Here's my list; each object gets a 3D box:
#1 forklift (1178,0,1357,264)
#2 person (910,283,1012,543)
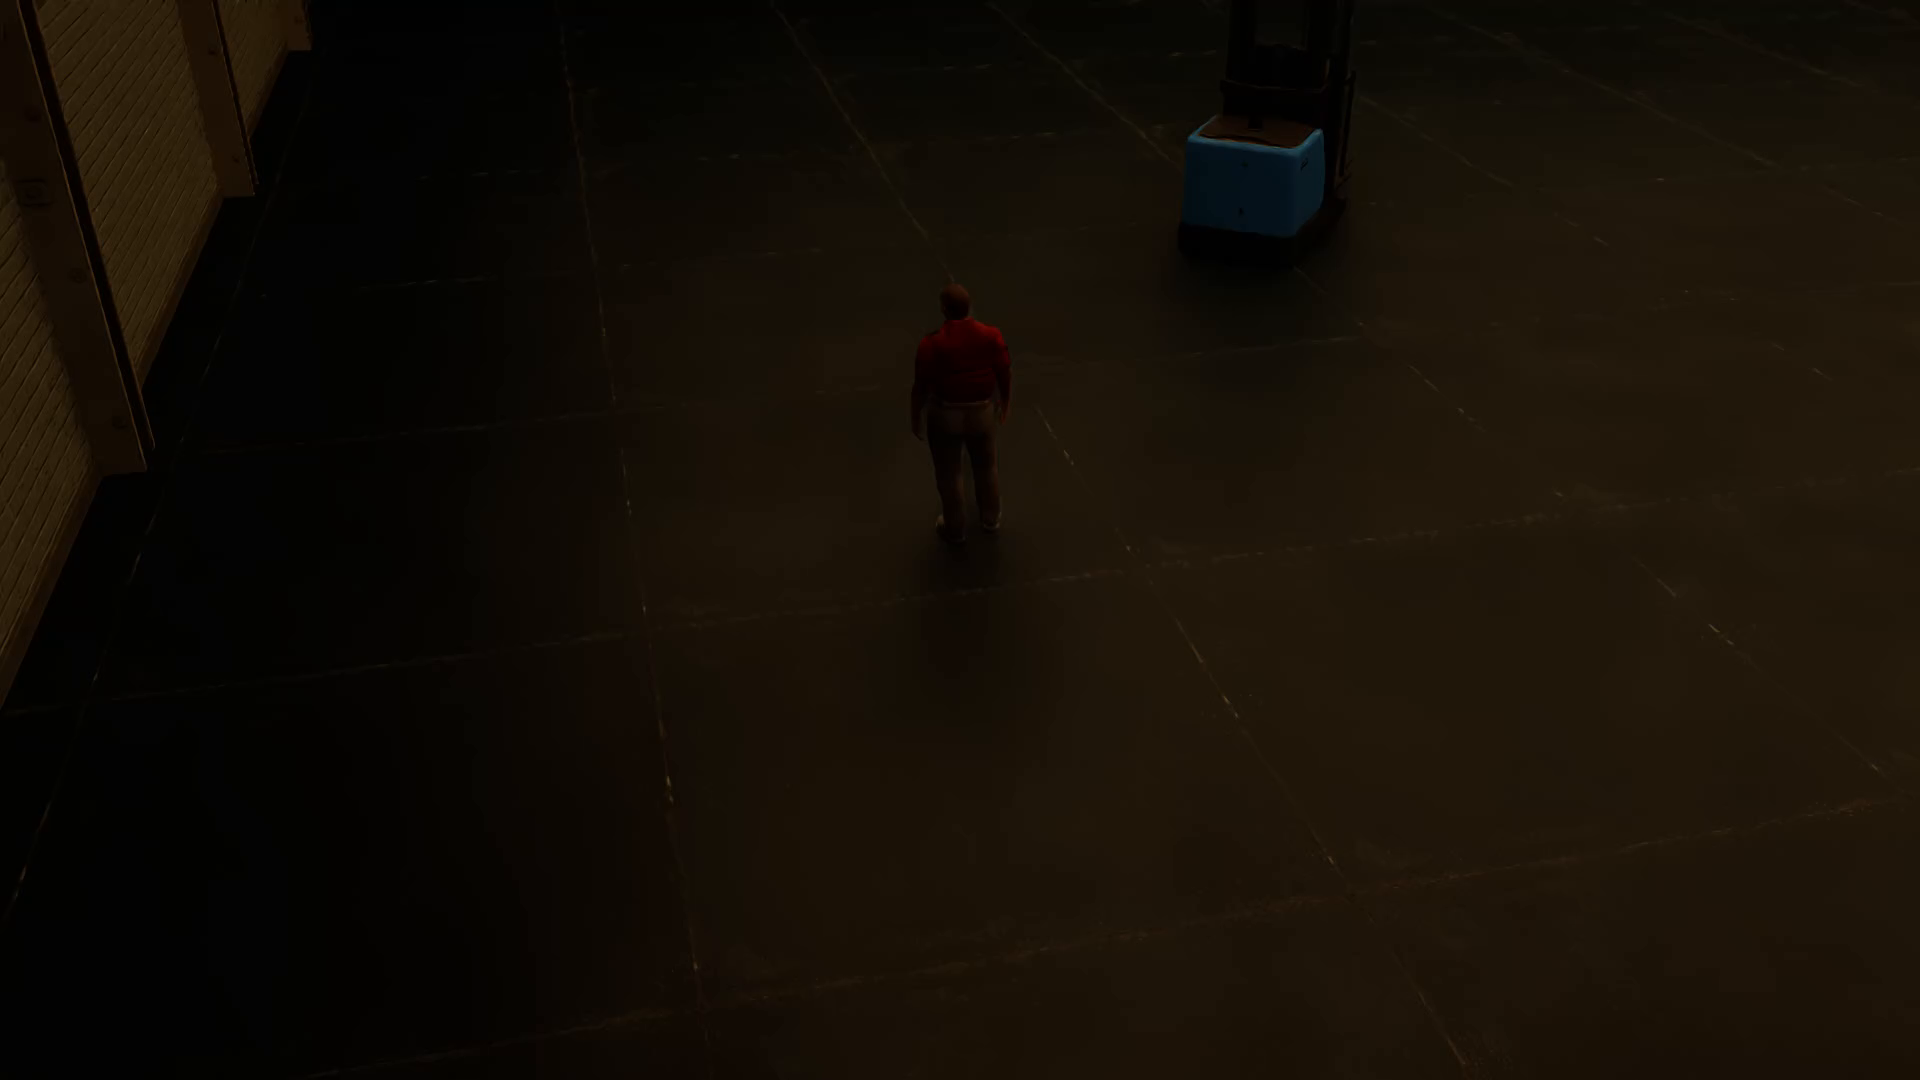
[{"bbox_3d":[3.050,-4.394,15.165,1.130,2.935,3.031,14,33,22],"label":"forklift"},{"bbox_3d":[-0.009,-0.799,10.141,0.640,1.726,0.550,-7,31,-12],"label":"person"}]
